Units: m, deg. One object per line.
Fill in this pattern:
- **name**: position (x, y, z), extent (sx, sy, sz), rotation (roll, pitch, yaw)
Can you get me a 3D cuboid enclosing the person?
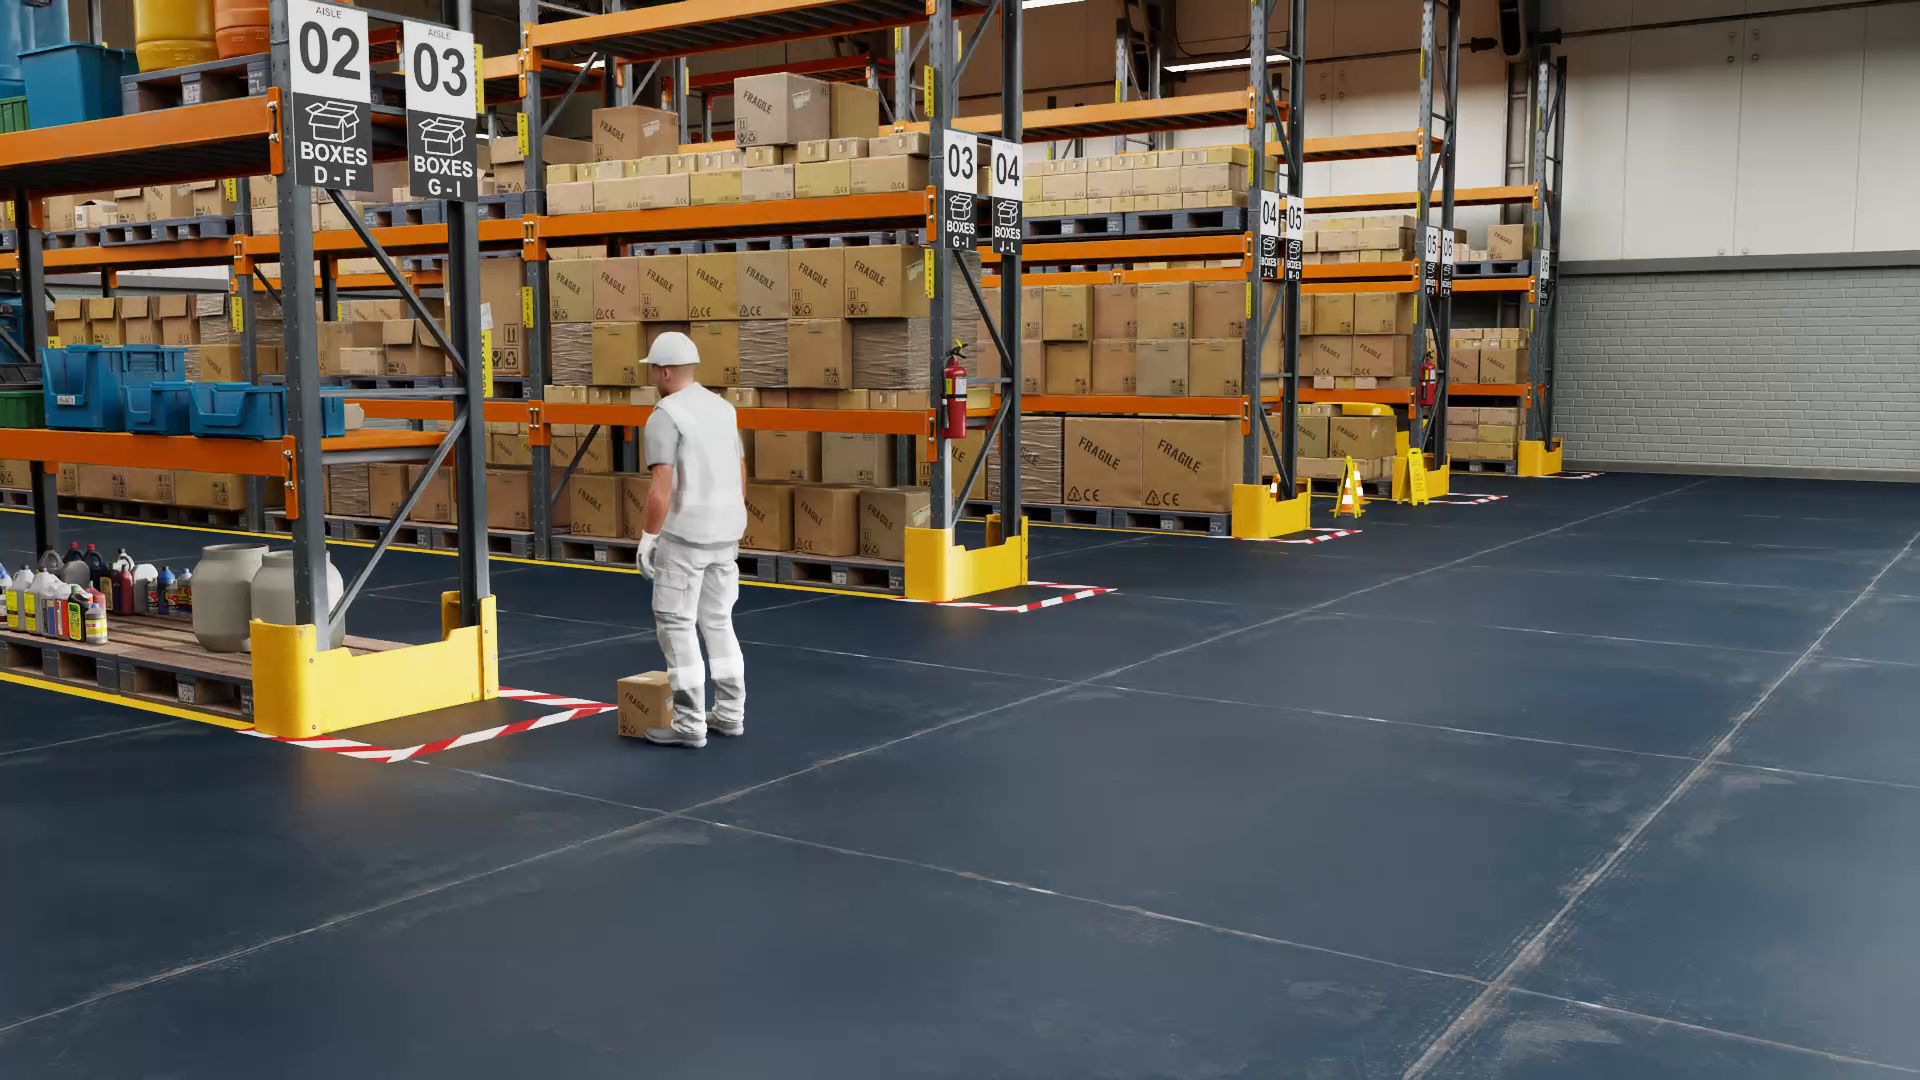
- **person**: position (-1.165, -0.007, 7.221), extent (0.455, 1.779, 0.602), rotation (4, 7, 33)
